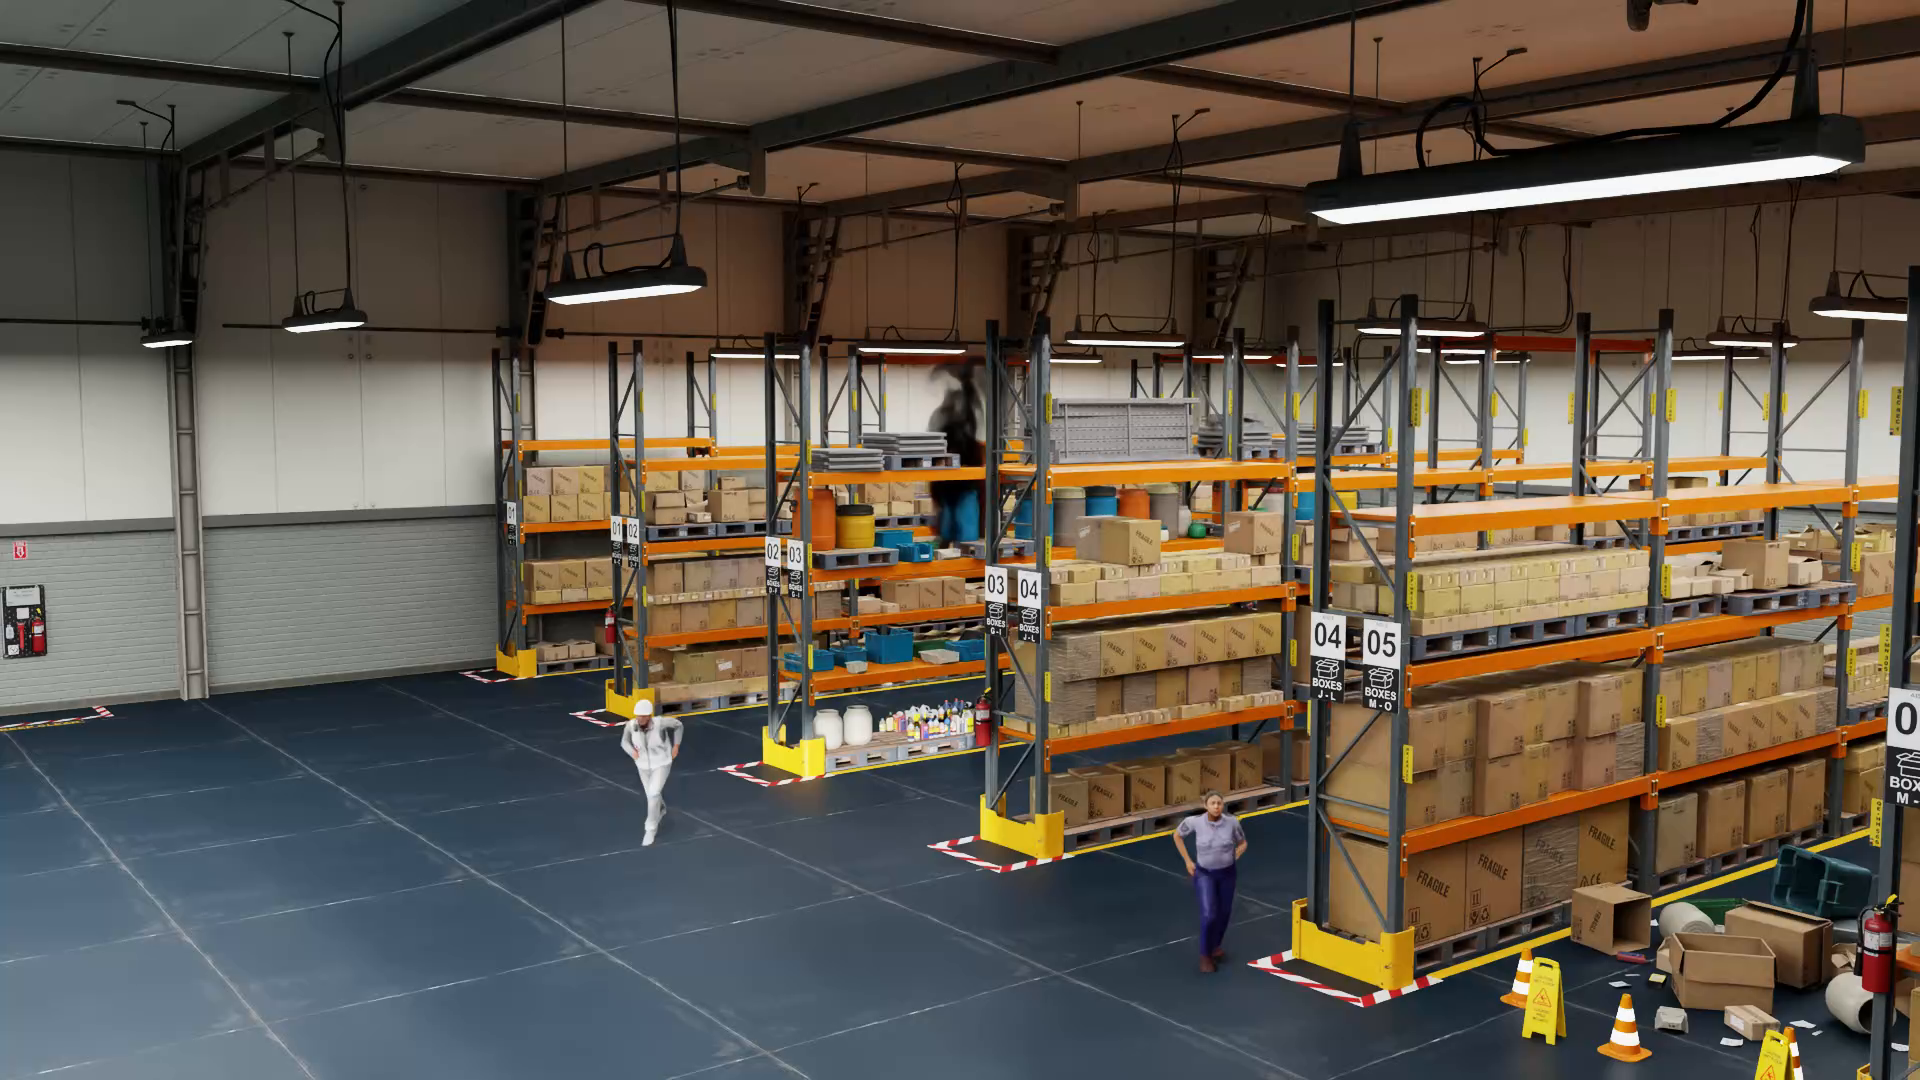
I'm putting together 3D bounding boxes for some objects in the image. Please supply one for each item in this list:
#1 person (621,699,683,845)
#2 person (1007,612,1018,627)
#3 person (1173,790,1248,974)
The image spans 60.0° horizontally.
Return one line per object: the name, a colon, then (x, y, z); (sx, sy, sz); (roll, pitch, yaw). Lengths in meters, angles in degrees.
person: (-3.565, 2.653, 19.392); (0.701, 1.731, 1.034); (0, 5, 4)
person: (1.242, 1.316, 33.956); (0.741, 1.766, 0.674); (-3, 6, -30)
person: (2.273, 3.066, 14.958); (0.626, 1.673, 0.723); (-1, 5, -9)
